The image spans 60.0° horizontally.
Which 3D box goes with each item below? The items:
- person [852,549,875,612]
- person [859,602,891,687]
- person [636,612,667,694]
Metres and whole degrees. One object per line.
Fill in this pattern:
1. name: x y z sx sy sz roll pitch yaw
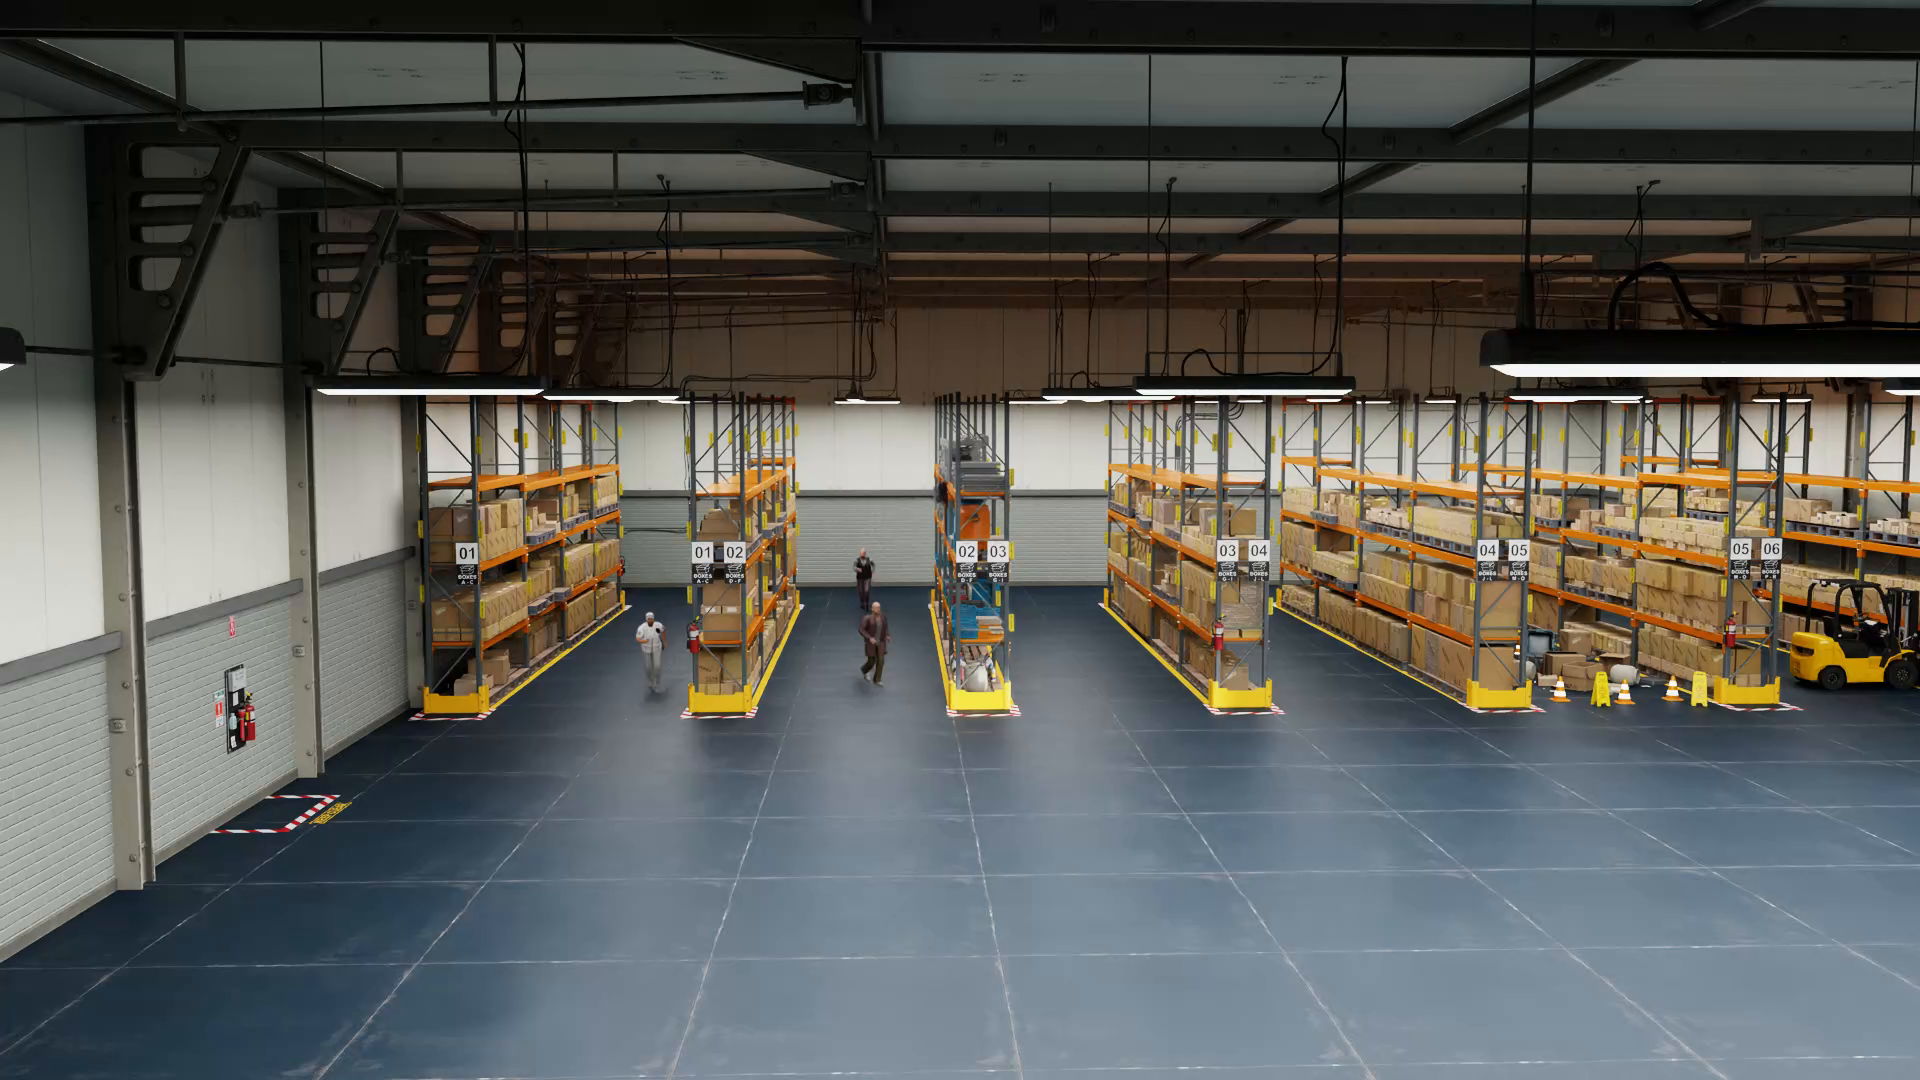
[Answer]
1. person: -2.701 1.135 46.631 0.617 1.774 0.833 0 5 2
2. person: -1.783 2.127 34.168 0.710 1.732 0.792 -2 5 -26
3. person: -6.194 2.242 33.438 0.601 1.642 0.948 -1 5 -8
